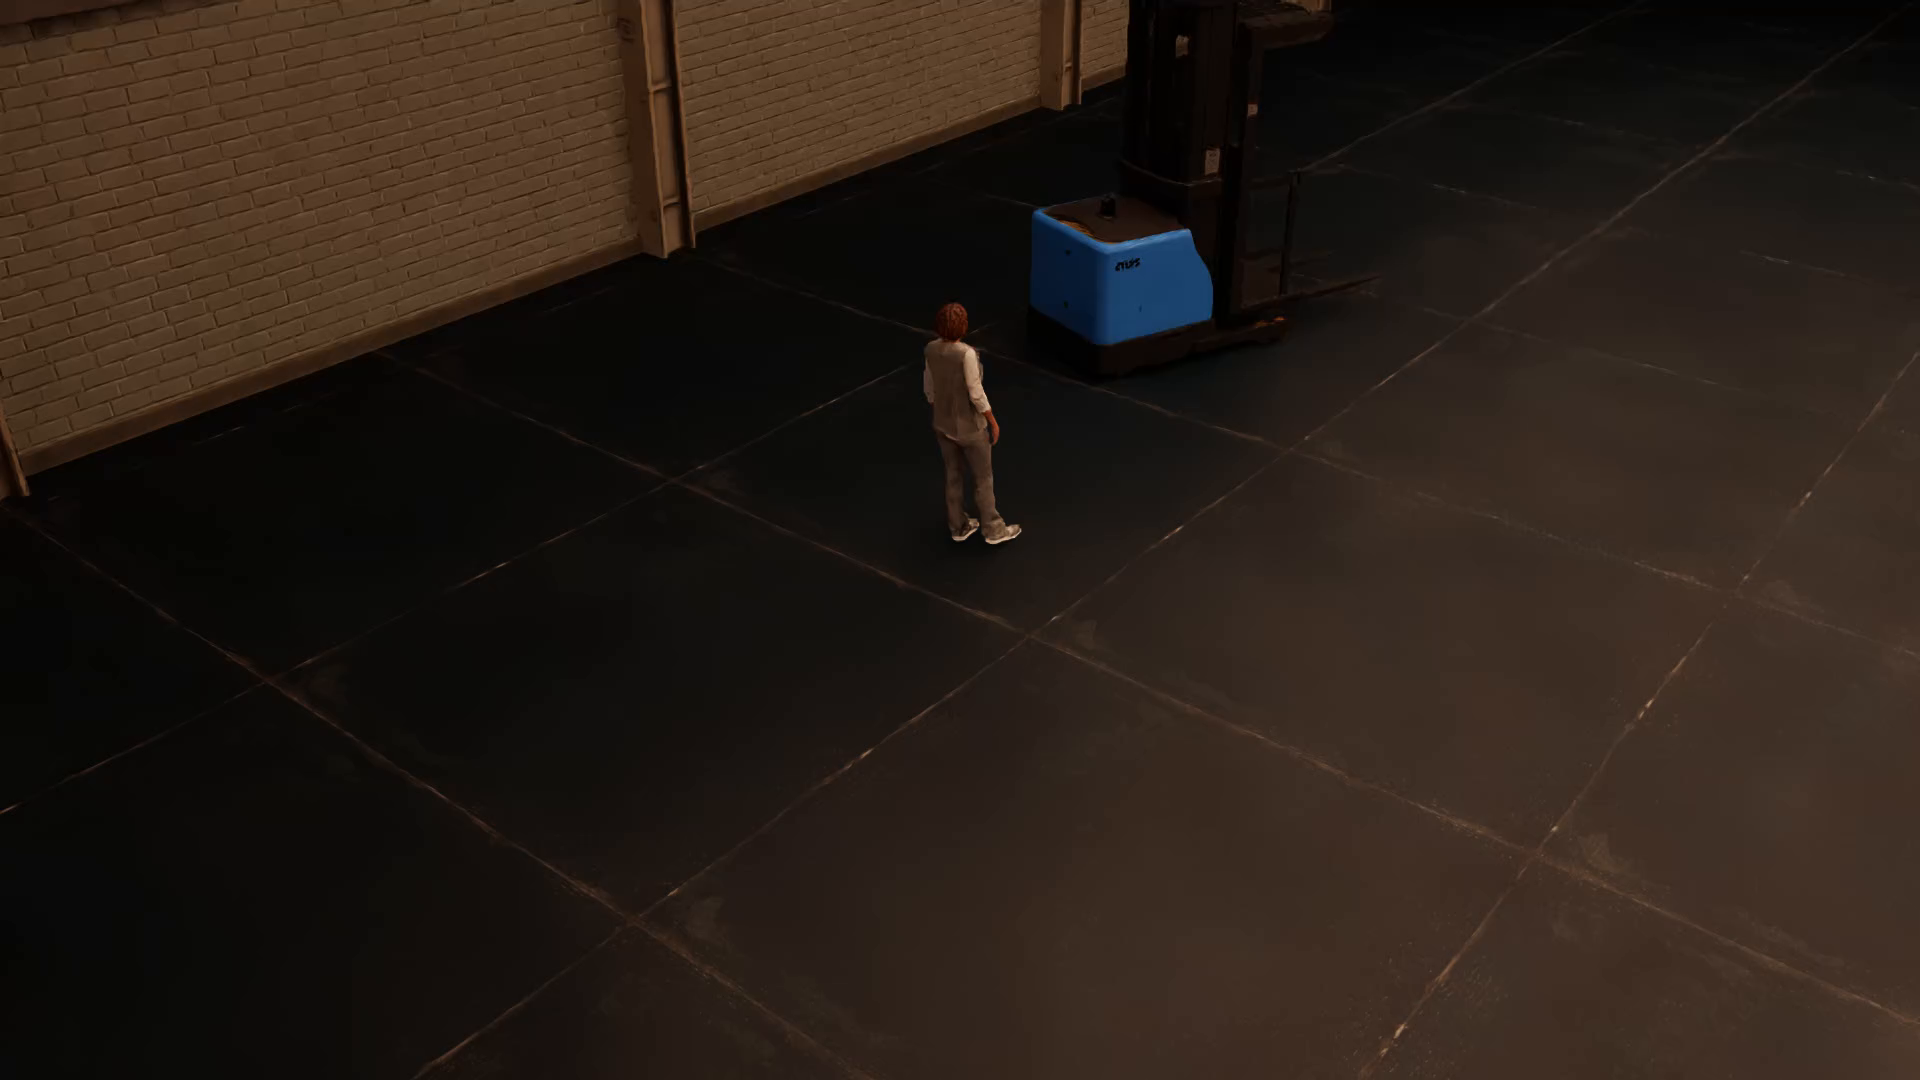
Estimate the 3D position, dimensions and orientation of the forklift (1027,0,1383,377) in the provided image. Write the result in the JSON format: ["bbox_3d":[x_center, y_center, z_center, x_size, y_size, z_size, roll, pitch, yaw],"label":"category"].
[{"bbox_3d":[2.061,-3.040,12.798,3.031,2.935,1.130,-17,34,-26],"label":"forklift"}]

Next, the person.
[{"bbox_3d":[0.057,-0.720,10.136,0.521,1.597,0.474,22,37,33],"label":"person"}]
